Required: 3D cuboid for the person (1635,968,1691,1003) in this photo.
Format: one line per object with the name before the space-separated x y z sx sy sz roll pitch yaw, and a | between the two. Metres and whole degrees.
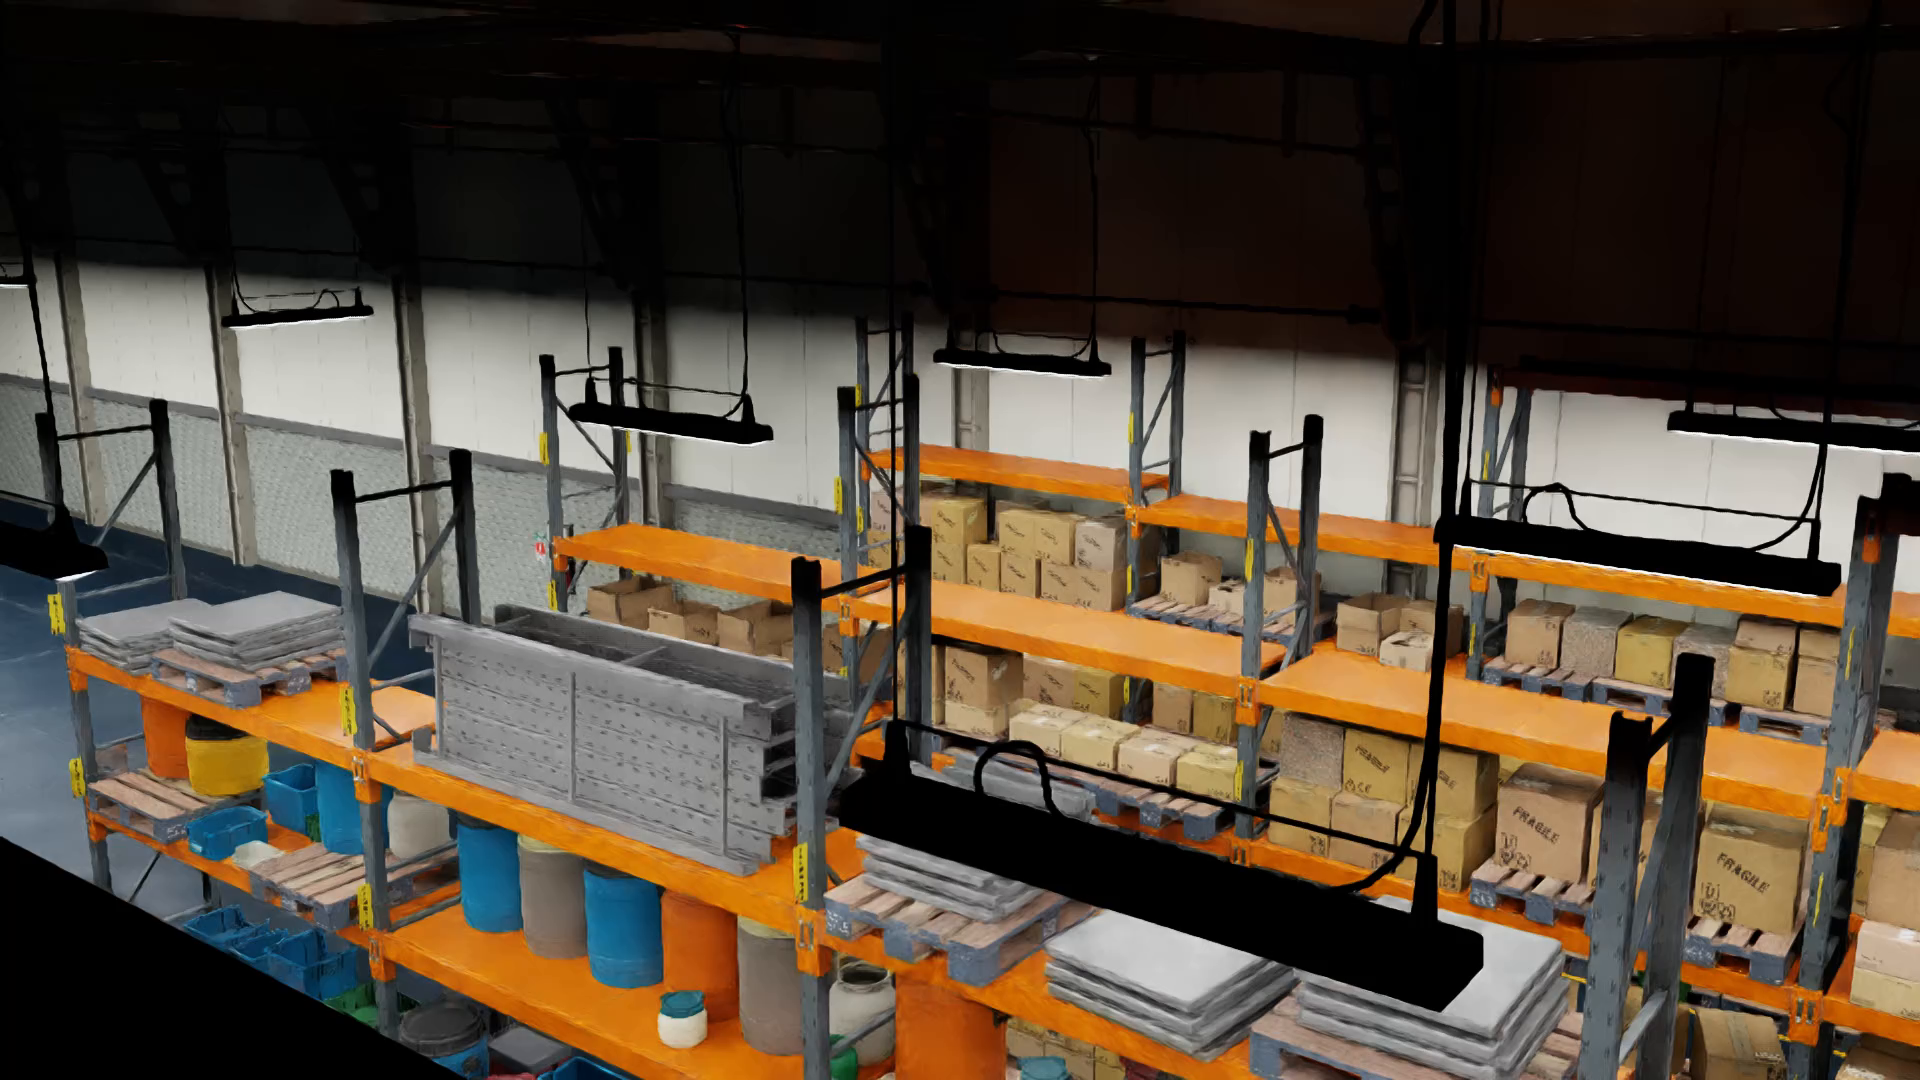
person | 6.340 3.782 14.957 0.621 1.789 0.501 1 13 4
